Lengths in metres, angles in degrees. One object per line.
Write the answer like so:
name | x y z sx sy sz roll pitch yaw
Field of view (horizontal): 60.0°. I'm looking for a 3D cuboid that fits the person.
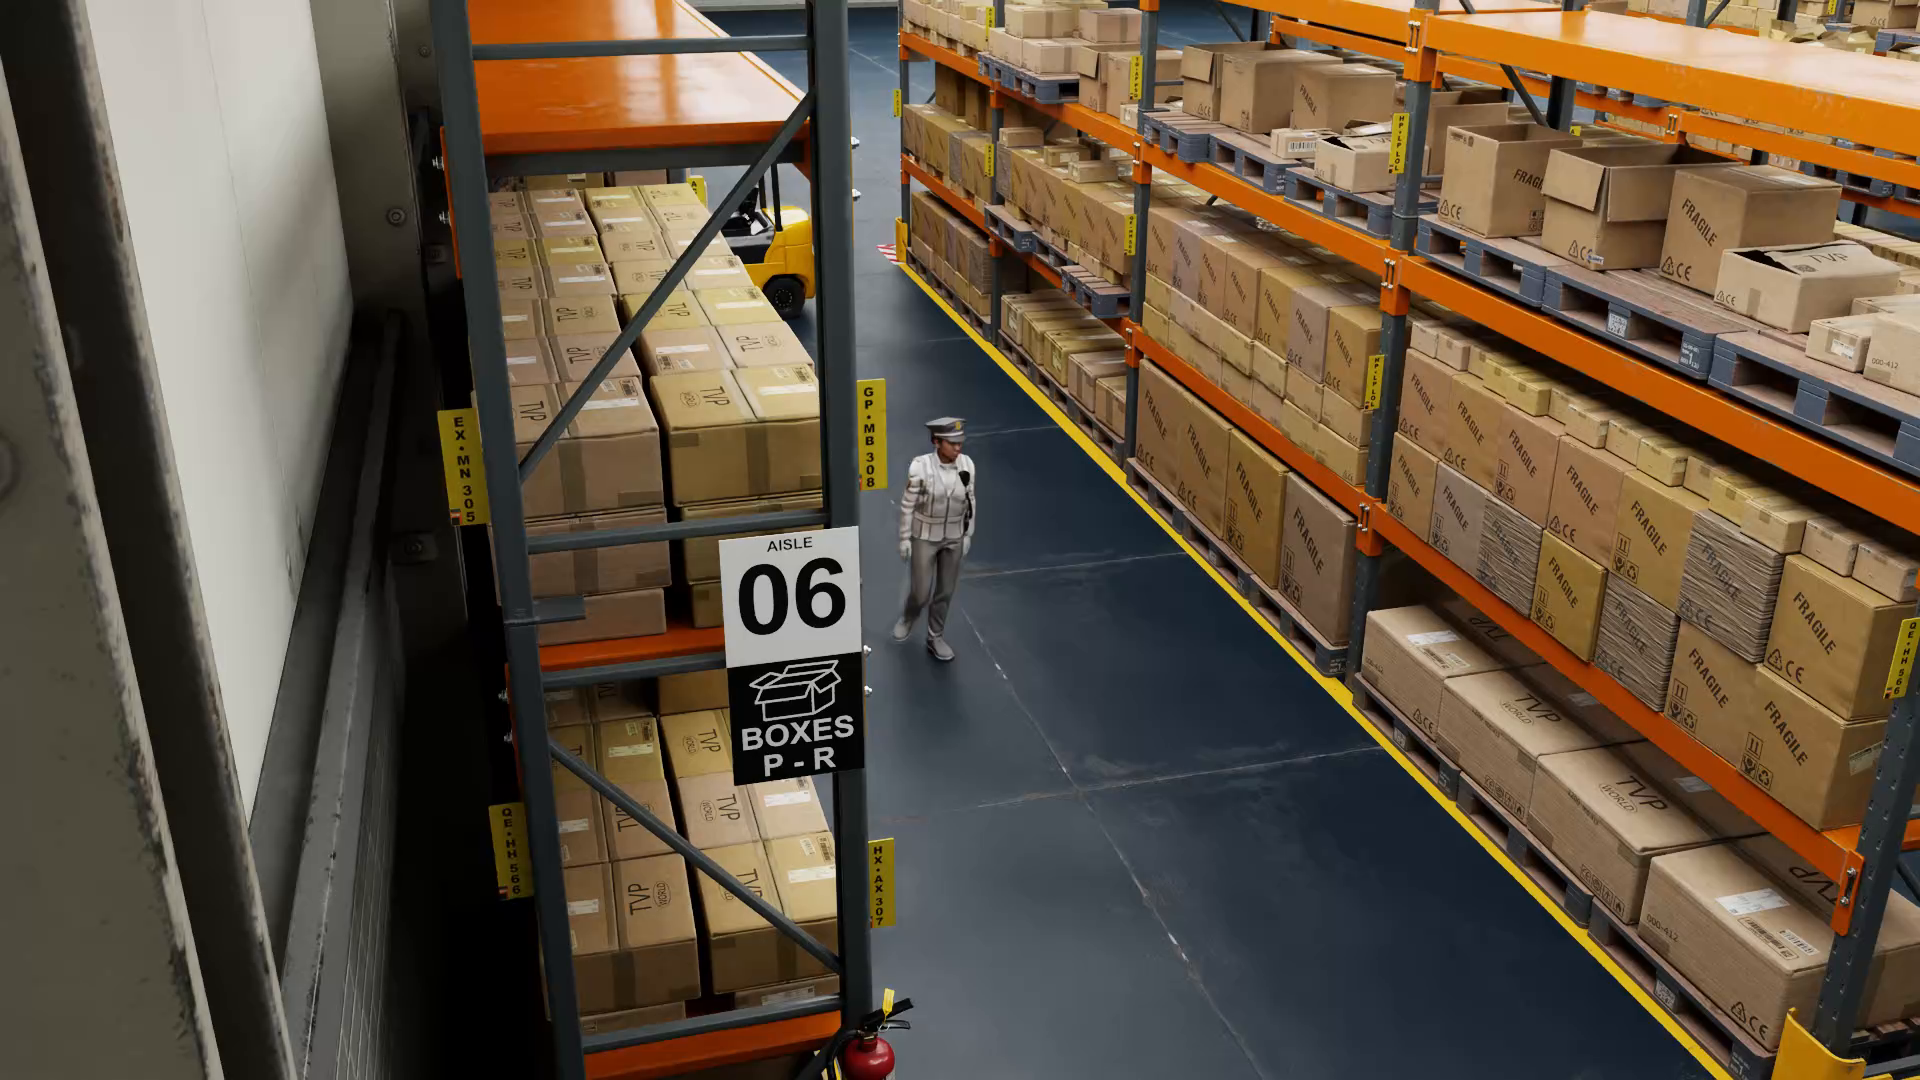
person | 2.136 -1.634 13.781 7.393 2.202 5.191 -9 25 -20
